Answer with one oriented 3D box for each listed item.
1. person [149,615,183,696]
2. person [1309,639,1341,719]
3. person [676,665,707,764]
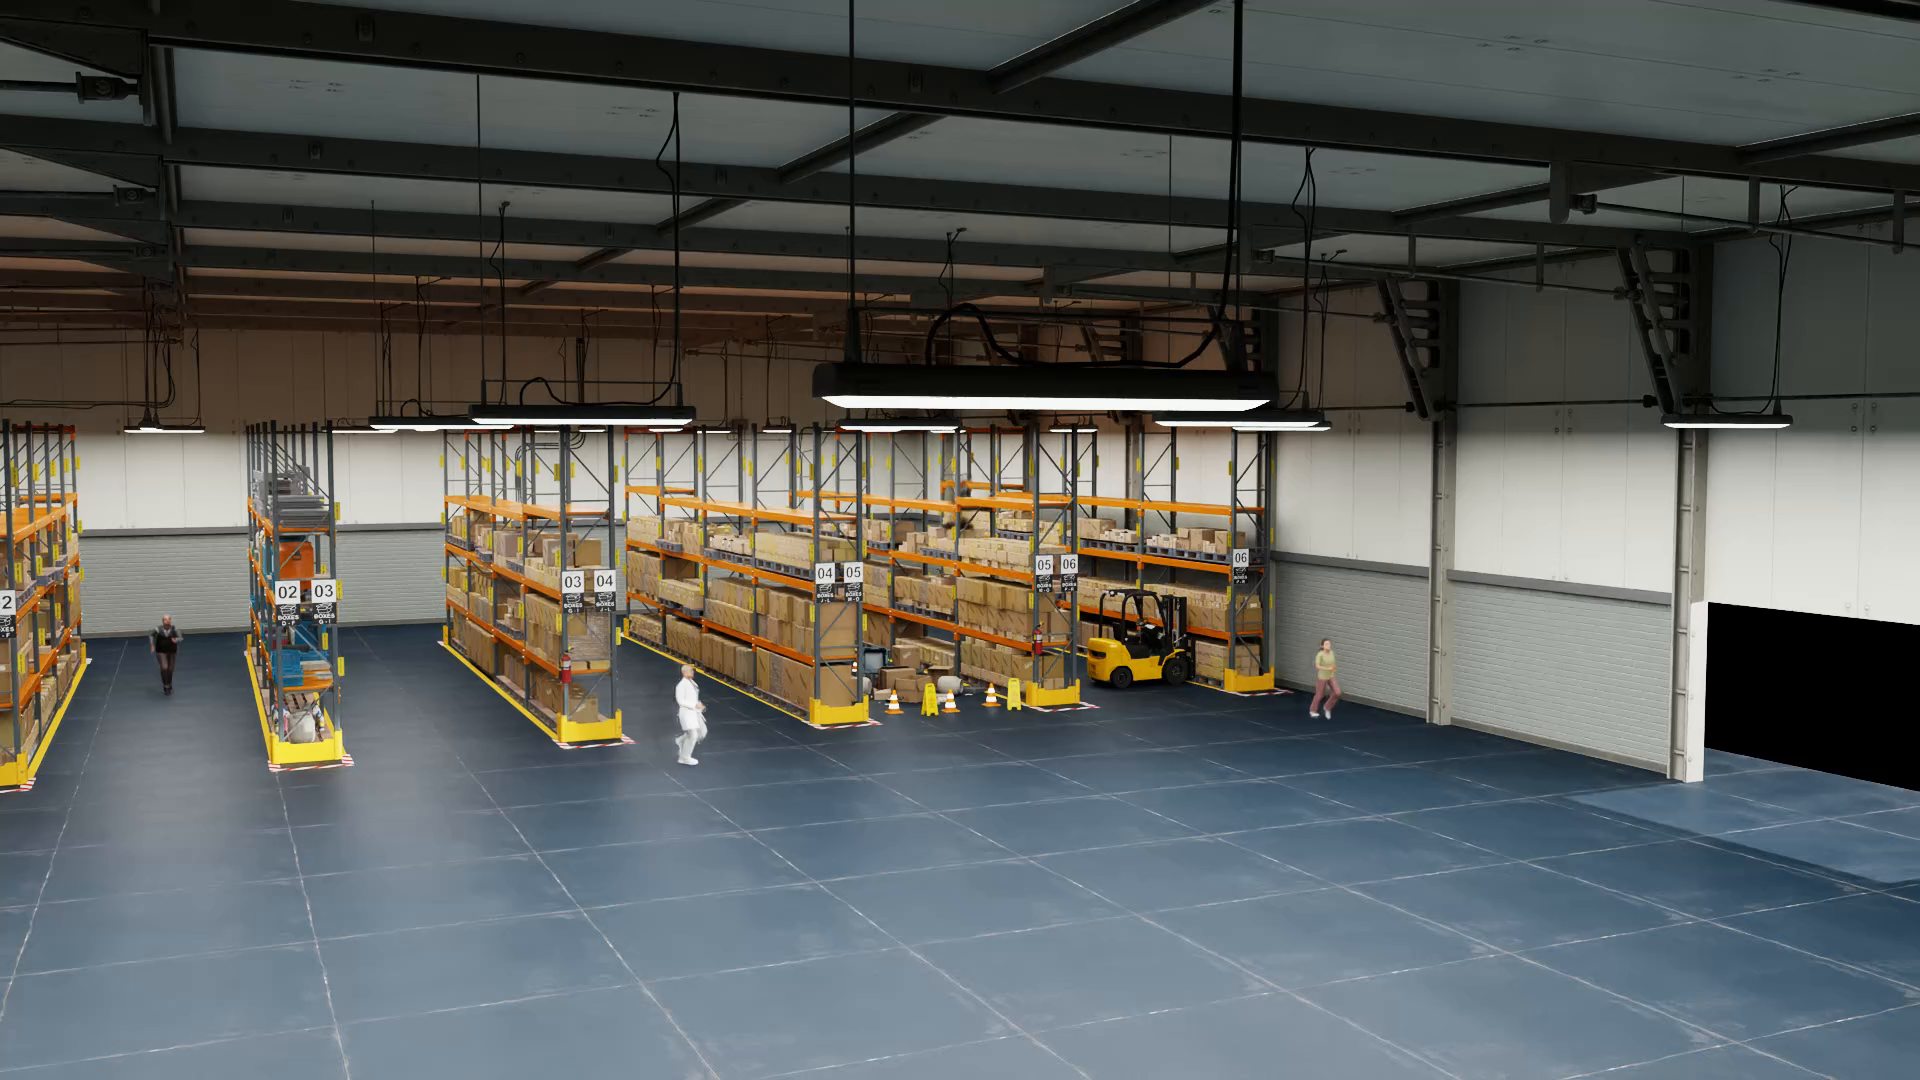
[{"bbox_3d":[-17.621,2.543,36.950,0.628,1.769,0.871,-3,5,-38],"label":"person"},{"bbox_3d":[7.379,2.788,33.506,0.589,1.627,0.809,-1,4,-20],"label":"person"},{"bbox_3d":[-4.709,3.045,29.024,0.632,1.735,0.706,1,4,14],"label":"person"}]
